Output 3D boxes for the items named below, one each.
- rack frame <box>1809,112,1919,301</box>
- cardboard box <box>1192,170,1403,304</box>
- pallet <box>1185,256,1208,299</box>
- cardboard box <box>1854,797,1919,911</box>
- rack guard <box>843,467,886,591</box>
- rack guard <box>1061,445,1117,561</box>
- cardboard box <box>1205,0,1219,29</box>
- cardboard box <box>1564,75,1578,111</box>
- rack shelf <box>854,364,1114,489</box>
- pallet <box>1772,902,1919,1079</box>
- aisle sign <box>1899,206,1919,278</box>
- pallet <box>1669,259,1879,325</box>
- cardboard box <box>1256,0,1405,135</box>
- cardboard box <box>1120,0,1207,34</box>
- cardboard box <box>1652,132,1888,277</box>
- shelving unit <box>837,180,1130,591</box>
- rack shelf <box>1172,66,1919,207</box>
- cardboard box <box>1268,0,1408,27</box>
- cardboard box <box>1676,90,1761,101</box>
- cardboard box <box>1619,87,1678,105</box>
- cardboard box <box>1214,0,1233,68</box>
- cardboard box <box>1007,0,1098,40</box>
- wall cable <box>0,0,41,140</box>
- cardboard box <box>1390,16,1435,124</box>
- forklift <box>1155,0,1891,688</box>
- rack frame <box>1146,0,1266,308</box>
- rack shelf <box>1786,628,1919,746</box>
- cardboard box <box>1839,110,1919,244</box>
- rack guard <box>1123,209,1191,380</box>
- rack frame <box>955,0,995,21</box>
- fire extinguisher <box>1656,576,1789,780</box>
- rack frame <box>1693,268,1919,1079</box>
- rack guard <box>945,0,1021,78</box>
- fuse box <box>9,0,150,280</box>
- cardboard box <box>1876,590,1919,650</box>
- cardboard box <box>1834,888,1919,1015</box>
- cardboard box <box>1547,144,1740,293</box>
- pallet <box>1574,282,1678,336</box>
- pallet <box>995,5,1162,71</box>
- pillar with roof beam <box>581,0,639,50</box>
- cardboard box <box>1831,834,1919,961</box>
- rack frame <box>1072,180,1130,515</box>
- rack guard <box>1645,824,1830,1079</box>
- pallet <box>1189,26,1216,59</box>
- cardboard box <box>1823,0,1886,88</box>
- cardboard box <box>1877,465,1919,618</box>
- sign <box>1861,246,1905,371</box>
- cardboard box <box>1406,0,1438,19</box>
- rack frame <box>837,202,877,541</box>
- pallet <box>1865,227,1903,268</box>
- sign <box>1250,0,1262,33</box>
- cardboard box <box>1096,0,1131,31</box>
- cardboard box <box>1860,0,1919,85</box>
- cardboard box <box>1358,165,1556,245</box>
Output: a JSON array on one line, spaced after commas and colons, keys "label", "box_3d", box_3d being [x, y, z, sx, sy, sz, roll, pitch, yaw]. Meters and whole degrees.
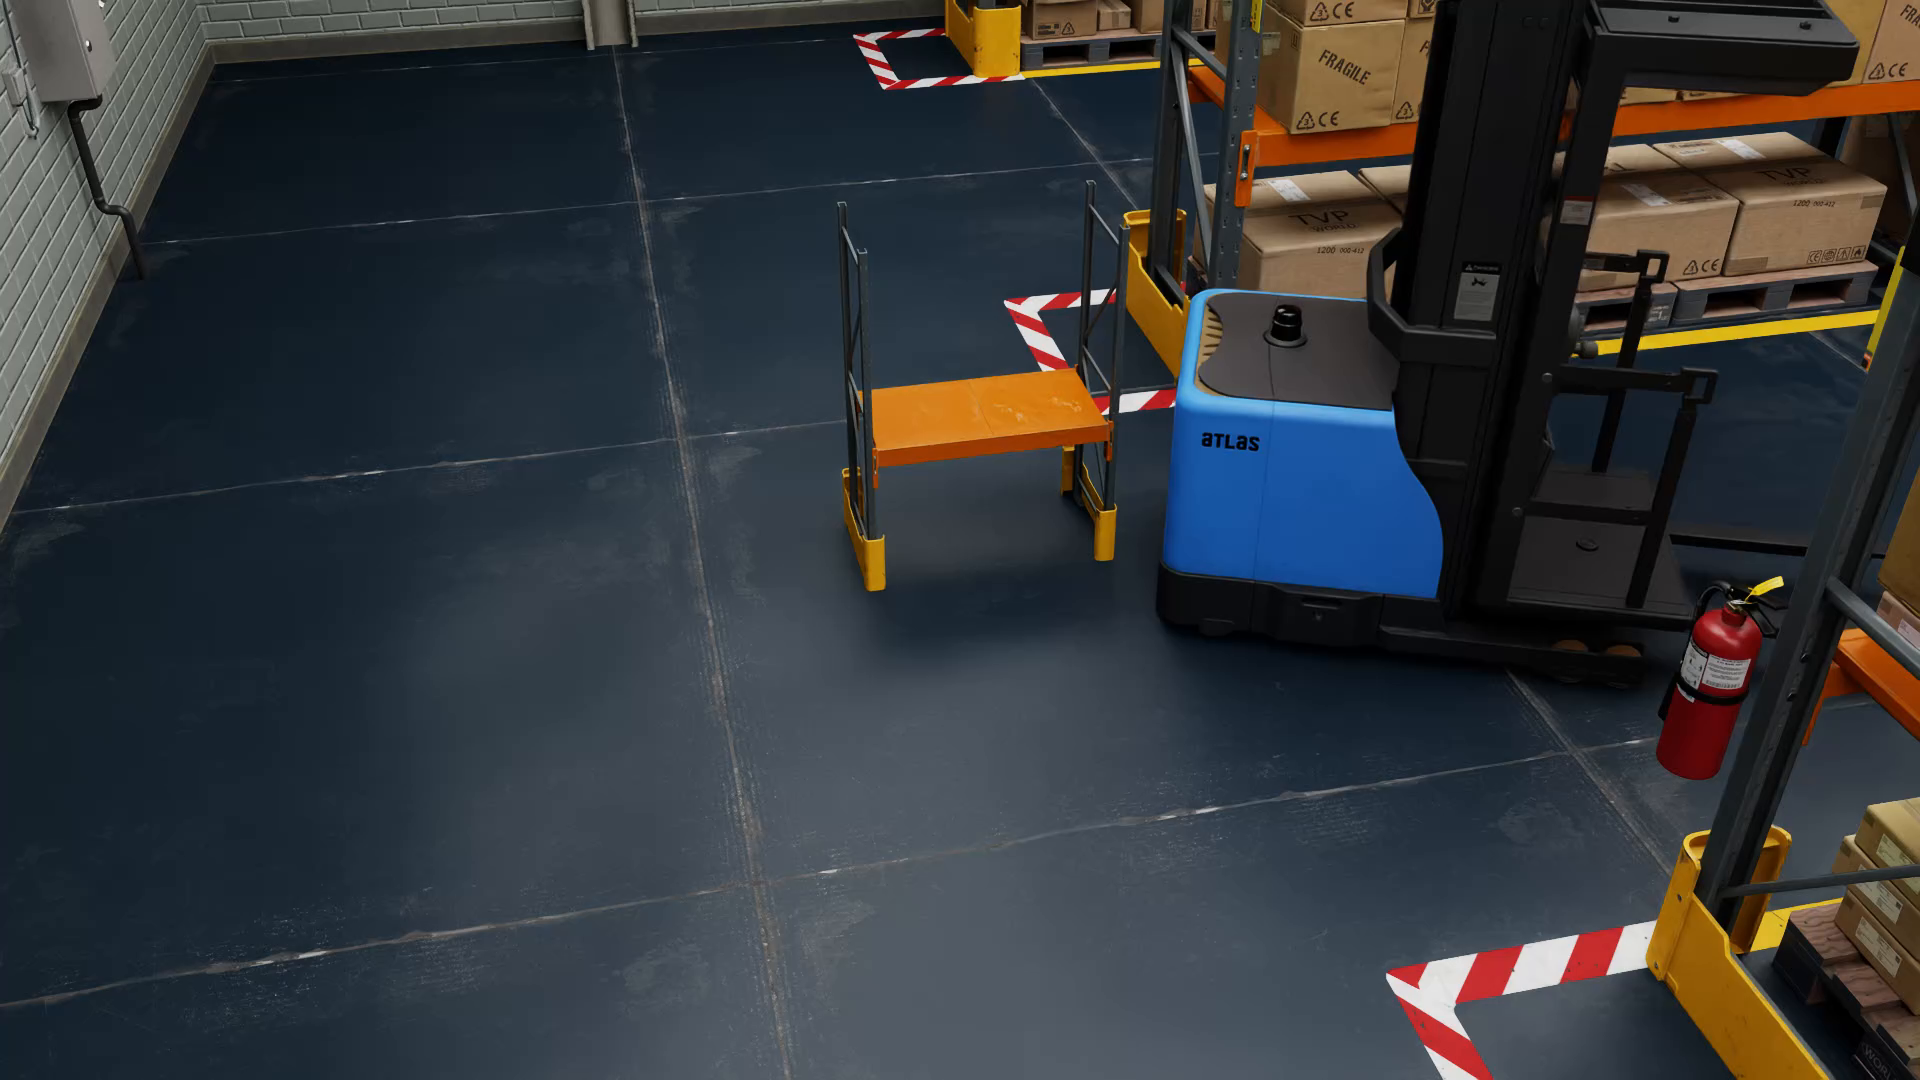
[{"label": "rack frame", "box_3d": [5.090, -2.799, 8.729, 0.127, 3.000, 1.000, -7, 35, -11]}, {"label": "cardboard box", "box_3d": [1.810, -1.553, 8.795, 0.875, 0.438, 0.875, -8, 35, -12]}, {"label": "pallet", "box_3d": [1.951, -1.290, 8.983, 1.213, 0.211, 1.003, -7, 35, -11]}, {"label": "cardboard box", "box_3d": [2.840, 0.930, 4.819, 0.250, 0.149, 0.380, -7, 34, -10]}, {"label": "rack guard", "box_3d": [-0.411, -0.052, 7.103, 0.087, 0.250, 0.587, -7, 35, -11]}, {"label": "rack guard", "box_3d": [0.560, -0.174, 7.286, 0.087, 0.250, 0.587, -7, 35, -11]}, {"label": "cardboard box", "box_3d": [2.088, -4.259, 12.771, 0.500, 0.500, 0.500, -7, 34, -10]}, {"label": "cardboard box", "box_3d": [2.708, -2.382, 8.017, 0.500, 0.500, 0.500, -7, 35, -11]}, {"label": "rack shelf", "box_3d": [0.083, -0.484, 6.948, 1.000, 0.185, 0.538, -7, 35, -11]}, {"label": "pallet", "box_3d": [3.254, 1.439, 4.917, 1.213, 0.211, 1.003, -7, 35, -11]}, {"label": "aisle sign", "box_3d": [2.242, -0.863, 3.511, 0.004, 0.787, 0.394, -7, 35, -11]}, {"label": "pallet", "box_3d": [4.331, -1.590, 9.430, 1.213, 0.211, 1.003, -7, 35, -11]}, {"label": "cardboard box", "box_3d": [1.720, -2.252, 7.824, 0.500, 0.500, 0.500, -7, 35, -11]}, {"label": "cardboard box", "box_3d": [1.550, -4.248, 12.755, 0.500, 0.500, 0.700, -6, 34, -9]}, {"label": "cardboard box", "box_3d": [4.454, -1.890, 9.298, 0.875, 0.438, 0.875, -8, 35, -11]}, {"label": "shelving unit", "box_3d": [0.074, -0.632, 6.846, 1.083, 1.500, 0.587, -7, 35, -11]}, {"label": "rack shelf", "box_3d": [3.139, -2.254, 8.563, 4.000, 0.370, 1.077, -7, 35, -11]}, {"label": "cardboard box", "box_3d": [1.720, -2.668, 7.547, 0.500, 0.500, 0.500, -8, 35, -12]}, {"label": "cardboard box", "box_3d": [3.706, -2.508, 8.206, 0.500, 0.500, 0.500, -8, 35, -11]}, {"label": "cardboard box", "box_3d": [3.192, -2.452, 8.123, 0.500, 0.500, 0.500, -6, 34, -9]}, {"label": "cardboard box", "box_3d": [1.601, -2.552, 8.271, 0.500, 0.500, 0.500, -7, 34, -10]}, {"label": "cardboard box", "box_3d": [0.708, -4.166, 12.629, 0.637, 0.503, 0.797, -9, 35, -12]}, {"label": "wall cable", "box_3d": [-4.630, -2.792, 7.808, 0.122, 1.984, 0.588, -7, 35, -11]}, {"label": "cardboard box", "box_3d": [2.207, -2.329, 7.939, 0.500, 0.500, 0.500, -8, 35, -11]}, {"label": "forklift", "box_3d": [2.355, -0.968, 6.063, 3.031, 2.935, 1.130, 6, 34, 9]}, {"label": "rack frame", "box_3d": [1.189, -2.307, 7.996, 0.127, 3.000, 1.000, -7, 35, -11]}, {"label": "rack shelf", "box_3d": [4.330, 0.424, 4.572, 4.000, 0.370, 1.077, -7, 35, -11]}, {"label": "cardboard box", "box_3d": [5.677, -2.211, 9.382, 0.875, 0.875, 0.875, -6, 34, -9]}, {"label": "rack guard", "box_3d": [1.165, -1.266, 8.688, 0.348, 0.500, 1.175, -7, 35, -11]}, {"label": "rack frame", "box_3d": [0.090, -5.004, 12.015, 0.127, 3.000, 1.000, -7, 35, -11]}, {"label": "fire extinguisher", "box_3d": [2.032, 0.338, 4.459, 0.183, 0.674, 0.296, -7, 35, -11]}, {"label": "rack frame", "box_3d": [2.379, 0.371, 4.005, 0.127, 3.000, 1.000, -7, 35, -11]}, {"label": "rack guard", "box_3d": [0.164, -3.976, 12.726, 0.348, 0.500, 1.175, -7, 35, -11]}, {"label": "fuse box", "box_3d": [-4.627, -2.226, 9.031, 0.414, 1.711, 0.539, -7, 35, -11]}, {"label": "cardboard box", "box_3d": [2.635, 0.281, 4.364, 0.250, 0.149, 0.380, -7, 35, -10]}, {"label": "cardboard box", "box_3d": [2.847, 1.202, 4.948, 0.250, 0.149, 0.380, -7, 34, -10]}, {"label": "cardboard box", "box_3d": [3.581, -1.780, 9.133, 0.875, 0.438, 0.875, -8, 35, -12]}, {"label": "pallet", "box_3d": [3.139, -1.438, 9.203, 1.213, 0.211, 1.003, -7, 35, -11]}, {"label": "pallet", "box_3d": [0.942, -3.954, 12.953, 1.213, 0.211, 1.003, -7, 35, -11]}, {"label": "pillar with roof beam", "box_3d": [-1.789, -5.314, 7.093, 0.400, 9.000, 9.100, -7, 35, -11]}, {"label": "cardboard box", "box_3d": [2.831, 1.037, 4.928, 0.250, 0.149, 0.380, -8, 35, -12]}, {"label": "rack frame", "box_3d": [0.579, -0.696, 6.941, 0.032, 1.500, 0.500, -7, 35, -11]}, {"label": "rack guard", "box_3d": [2.453, 1.399, 4.716, 0.348, 0.500, 1.175, -7, 35, -11]}, {"label": "pallet", "box_3d": [2.129, -4.102, 13.174, 1.213, 0.211, 1.003, -7, 35, -11]}, {"label": "cardboard box", "box_3d": [4.194, -2.578, 8.310, 0.500, 0.500, 0.500, -8, 35, -12]}, {"label": "cardboard box", "box_3d": [2.761, 0.011, 4.185, 0.500, 0.500, 0.500, -6, 34, -10]}, {"label": "sign", "box_3d": [2.276, -0.545, 4.048, 0.005, 0.325, 0.100, -7, 35, -11]}, {"label": "cardboard box", "box_3d": [2.222, -2.735, 7.647, 0.500, 0.500, 0.500, -8, 35, -12]}, {"label": "rack frame", "box_3d": [-0.413, -0.571, 6.755, 0.032, 1.500, 0.500, -7, 35, -11]}, {"label": "pallet", "box_3d": [5.826, -1.777, 9.708, 1.213, 0.211, 1.003, -7, 35, -11]}, {"label": "sign", "box_3d": [1.305, -2.397, 7.282, 0.005, 0.325, 0.100, -7, 35, -11]}, {"label": "cardboard box", "box_3d": [1.131, -4.050, 12.774, 0.250, 0.149, 0.380, -9, 35, -12]}, {"label": "cardboard box", "box_3d": [4.694, -2.644, 8.409, 0.500, 0.500, 0.500, -7, 34, -10]}, {"label": "cardboard box", "box_3d": [2.701, -1.670, 8.969, 0.875, 0.438, 0.875, -6, 34, -9]}]
